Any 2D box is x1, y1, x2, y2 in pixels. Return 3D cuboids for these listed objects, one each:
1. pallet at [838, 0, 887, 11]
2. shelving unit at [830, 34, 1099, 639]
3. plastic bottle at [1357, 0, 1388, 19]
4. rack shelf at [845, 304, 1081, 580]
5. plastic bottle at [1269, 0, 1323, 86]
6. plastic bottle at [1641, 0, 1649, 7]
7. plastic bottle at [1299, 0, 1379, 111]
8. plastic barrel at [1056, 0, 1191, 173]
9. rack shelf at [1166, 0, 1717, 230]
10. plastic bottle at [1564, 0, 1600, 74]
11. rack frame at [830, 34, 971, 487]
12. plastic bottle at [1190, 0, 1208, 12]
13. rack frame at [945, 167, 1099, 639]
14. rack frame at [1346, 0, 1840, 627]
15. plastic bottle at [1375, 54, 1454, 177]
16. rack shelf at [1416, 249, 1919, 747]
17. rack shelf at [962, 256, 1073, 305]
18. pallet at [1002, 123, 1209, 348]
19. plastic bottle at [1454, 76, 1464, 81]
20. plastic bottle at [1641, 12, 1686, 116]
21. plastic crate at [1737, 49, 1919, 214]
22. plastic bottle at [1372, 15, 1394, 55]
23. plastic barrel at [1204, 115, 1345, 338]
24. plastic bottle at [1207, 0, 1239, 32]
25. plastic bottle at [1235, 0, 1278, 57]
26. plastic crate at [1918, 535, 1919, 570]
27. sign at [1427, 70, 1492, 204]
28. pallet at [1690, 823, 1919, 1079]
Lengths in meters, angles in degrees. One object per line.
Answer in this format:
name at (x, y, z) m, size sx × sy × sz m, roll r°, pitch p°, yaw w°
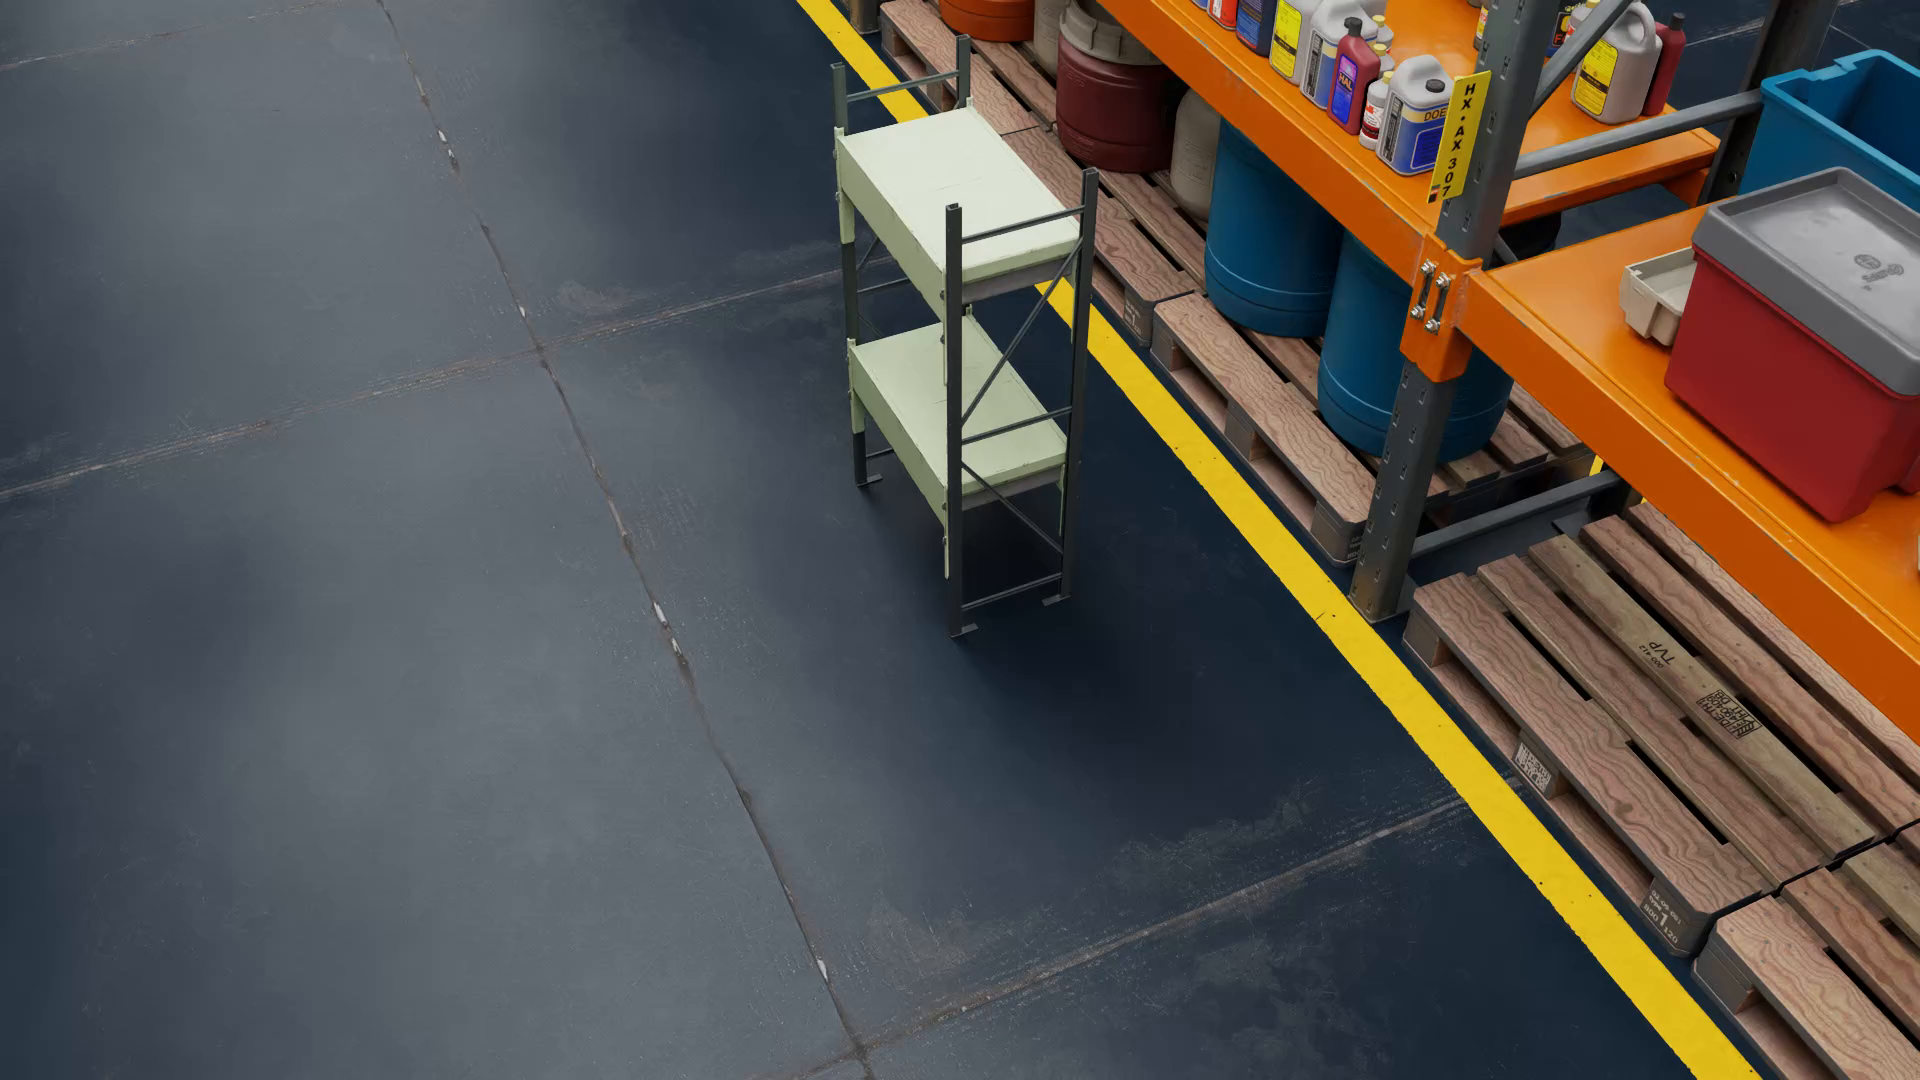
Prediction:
pallet at (-0.315, -3.056, 8.197) m, size 1.003 × 0.211 × 1.213 m, roll -18°, pitch 47°, yaw -17°
shelving unit at (-0.003, -0.538, 4.728) m, size 0.431 × 1.500 × 0.755 m, roll -18°, pitch 47°, yaw -17°
plastic bottle at (1.105, -1.509, 4.678) m, size 0.144 × 0.351 × 0.185 m, roll -18°, pitch 47°, yaw -17°
rack shelf at (-0.003, -0.306, 4.957) m, size 0.431 × 0.370 × 0.720 m, roll -18°, pitch 47°, yaw -17°
plastic bottle at (0.974, -1.466, 4.635) m, size 0.144 × 0.351 × 0.185 m, roll -18°, pitch 47°, yaw -17°
plastic bottle at (1.834, -1.398, 4.614) m, size 0.061 × 0.283 × 0.133 m, roll -18°, pitch 47°, yaw -17°
plastic bottle at (1.045, -1.339, 4.559) m, size 0.152 × 0.276 × 0.135 m, roll -18°, pitch 47°, yaw -17°
plastic barrel at (0.671, -1.808, 6.365) m, size 0.600 × 0.588 × 0.708 m, roll -18°, pitch 47°, yaw -17°
rack shelf at (0.816, -2.082, 5.598) m, size 0.919 × 0.124 × 3.809 m, roll -18°, pitch 47°, yaw -17°
plastic bottle at (1.769, -1.436, 4.712) m, size 0.097 × 0.201 × 0.097 m, roll 0°, pitch 45°, yaw 0°
rack frame at (-0.157, -0.771, 4.964) m, size 0.400 × 1.500 × 0.023 m, roll -18°, pitch 47°, yaw -17°
plastic bottle at (0.776, -1.746, 4.972) m, size 0.152 × 0.276 × 0.135 m, roll -18°, pitch 47°, yaw -17°
rack frame at (0.151, -0.305, 4.491) m, size 0.400 × 1.500 × 0.023 m, roll -18°, pitch 47°, yaw -17°
rack frame at (1.657, -0.994, 4.122) m, size 1.000 × 3.000 × 0.127 m, roll -18°, pitch 47°, yaw -17°
plastic bottle at (1.198, -1.106, 4.323) m, size 0.152 × 0.276 × 0.135 m, roll -18°, pitch 47°, yaw -17°
rack shelf at (2.498, 0.536, 3.083) m, size 1.077 × 0.370 × 4.000 m, roll -18°, pitch 47°, yaw -17°
rack shelf at (-0.003, -0.867, 4.403) m, size 0.332 × 0.071 × 0.664 m, roll -18°, pitch 47°, yaw -17°
pallet at (0.854, -1.284, 6.401) m, size 1.003 × 0.211 × 1.213 m, roll -18°, pitch 47°, yaw -17°
plastic bottle at (1.304, -1.128, 4.399) m, size 0.097 × 0.201 × 0.097 m, roll 0°, pitch 45°, yaw 0°
plastic bottle at (1.890, -1.313, 4.528) m, size 0.061 × 0.283 × 0.133 m, roll -18°, pitch 47°, yaw -17°
plastic crate at (2.163, -0.813, 3.907) m, size 0.392 × 0.384 × 0.575 m, roll -18°, pitch 47°, yaw -17°
plastic bottle at (1.150, -1.361, 4.635) m, size 0.097 × 0.201 × 0.097 m, roll 0°, pitch 45°, yaw 0°
plastic barrel at (1.146, -1.200, 5.525) m, size 0.600 × 0.901 × 0.708 m, roll -18°, pitch 47°, yaw -17°
plastic bottle at (0.833, -1.660, 4.885) m, size 0.152 × 0.276 × 0.135 m, roll -18°, pitch 47°, yaw -17°
plastic bottle at (0.896, -1.584, 4.755) m, size 0.144 × 0.351 × 0.185 m, roll -18°, pitch 47°, yaw -17°
plastic crate at (2.132, 0.054, 3.101) m, size 0.437 × 0.282 × 0.530 m, roll -18°, pitch 47°, yaw -17°
sign at (1.157, -0.932, 3.861) m, size 0.100 × 0.325 × 0.005 m, roll -18°, pitch 47°, yaw -17°
pallet at (2.519, 1.234, 3.849) m, size 1.003 × 0.211 × 1.213 m, roll -18°, pitch 47°, yaw -17°
